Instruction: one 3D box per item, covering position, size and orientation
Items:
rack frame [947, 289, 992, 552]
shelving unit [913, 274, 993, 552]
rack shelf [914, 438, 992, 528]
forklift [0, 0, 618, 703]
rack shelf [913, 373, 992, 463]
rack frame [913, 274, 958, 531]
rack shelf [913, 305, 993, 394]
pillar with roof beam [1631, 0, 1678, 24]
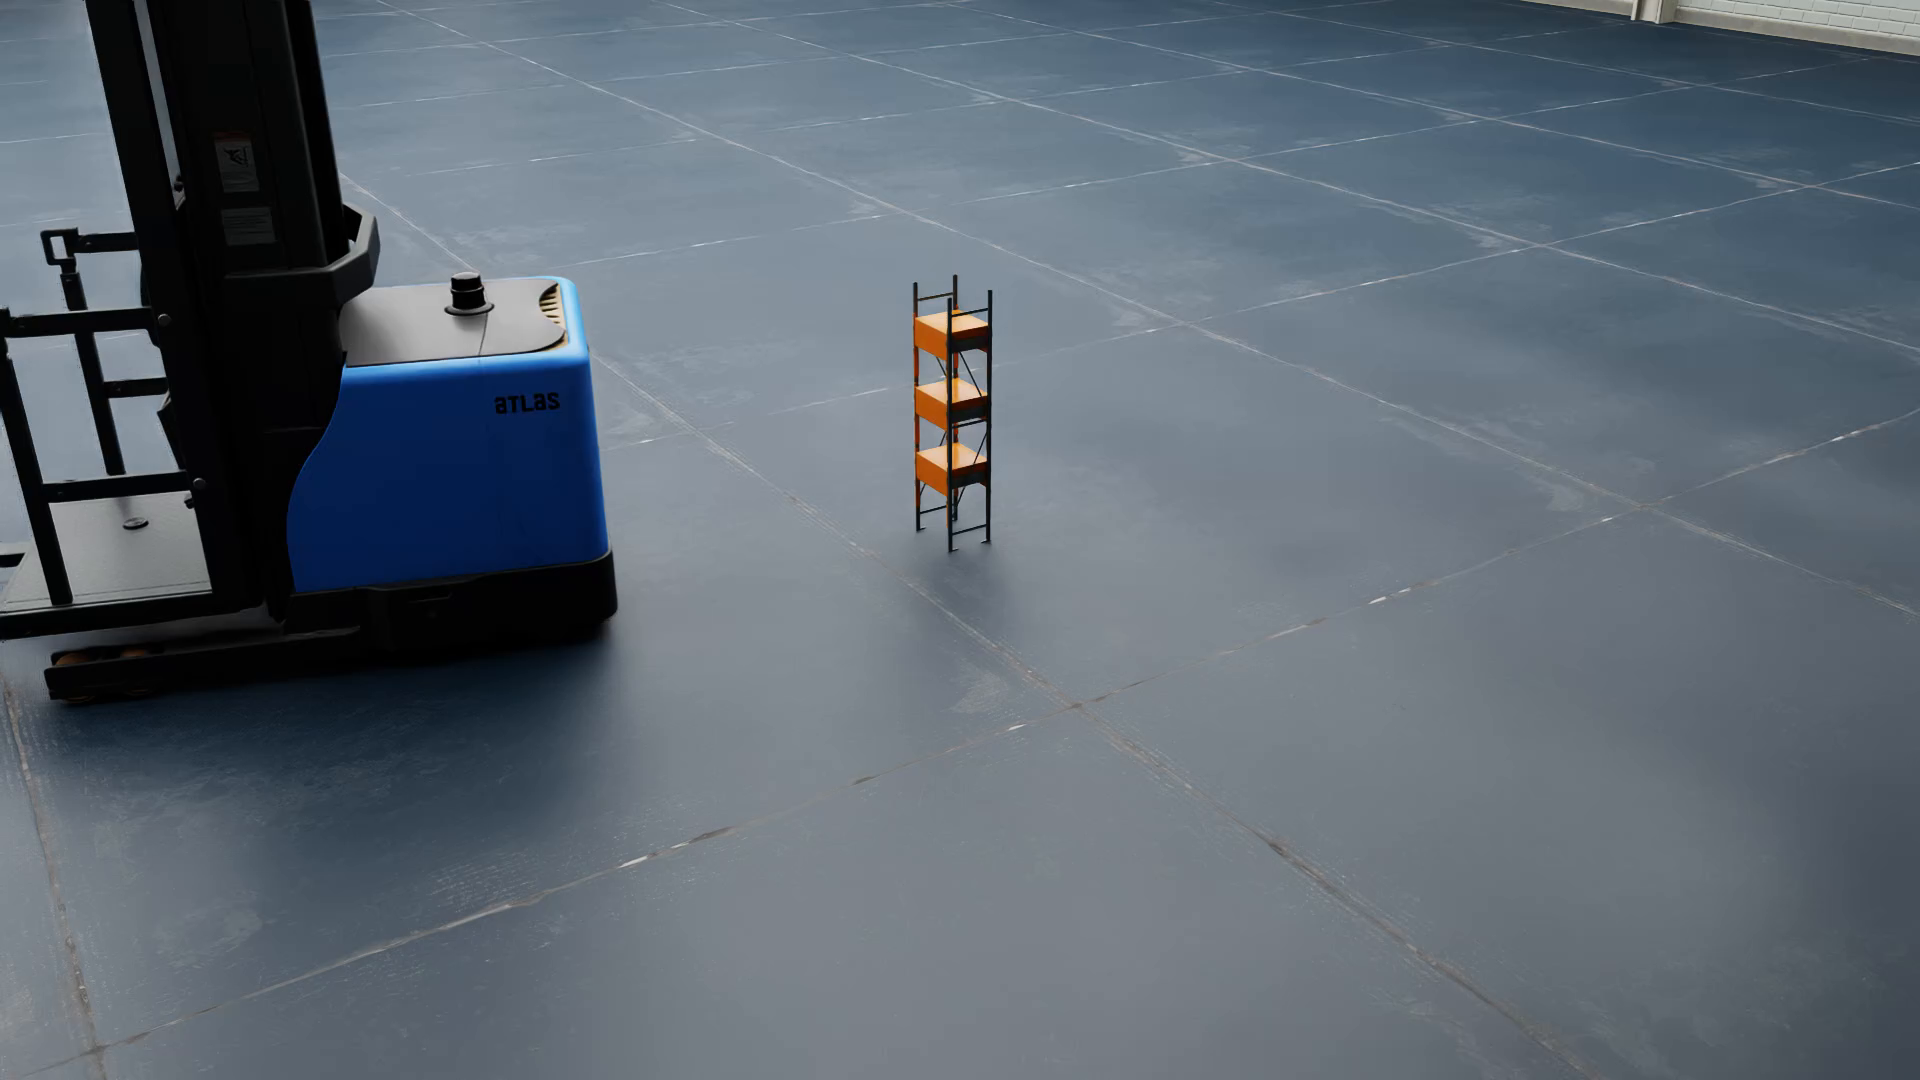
[{"bbox_3d":[0.037,-0.450,6.474,0.200,1.050,0.008,-16,29,-30],"label":"rack frame"},{"bbox_3d":[-0.029,-0.494,6.566,0.215,1.050,0.252,-16,29,-30],"label":"shelving unit"},{"bbox_3d":[-0.029,-0.233,6.690,0.215,0.259,0.240,-16,29,-30],"label":"rack shelf"},{"bbox_3d":[-2.820,-1.026,5.491,3.031,2.935,1.130,-6,26,-13],"label":"forklift"},{"bbox_3d":[-0.029,-0.484,6.571,0.215,0.259,0.240,-16,29,-30],"label":"rack shelf"},{"bbox_3d":[-0.096,-0.538,6.659,0.200,1.050,0.008,-16,29,-30],"label":"rack frame"},{"bbox_3d":[-0.029,-0.741,6.450,0.215,0.259,0.240,-16,29,-30],"label":"rack shelf"},{"bbox_3d":[4.704,-9.299,15.908,9.100,9.000,0.400,-16,29,-30],"label":"pillar with roof beam"}]
